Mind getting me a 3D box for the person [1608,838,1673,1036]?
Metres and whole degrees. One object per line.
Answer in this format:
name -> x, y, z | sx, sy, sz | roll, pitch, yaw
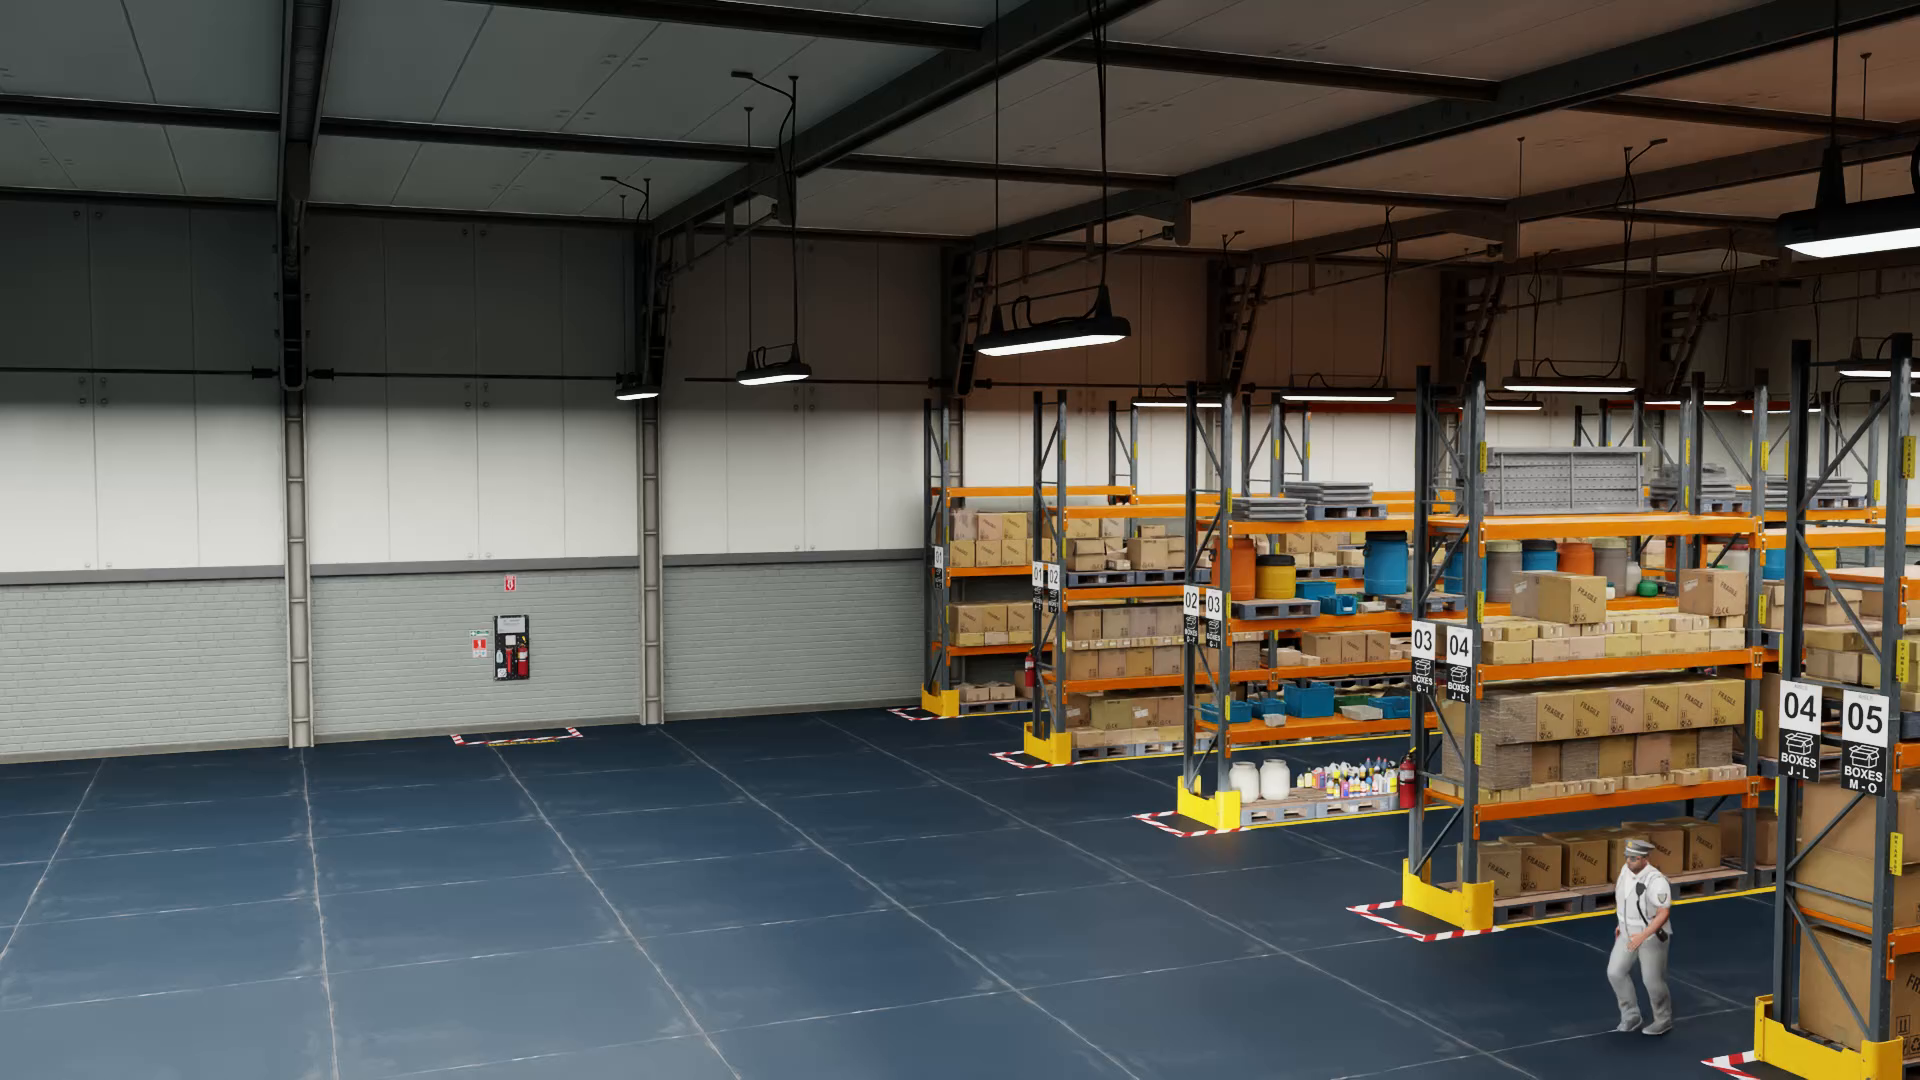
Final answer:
person -> 5.918, 3.502, 14.506 | 0.688, 1.822, 0.656 | -1, 4, -21
